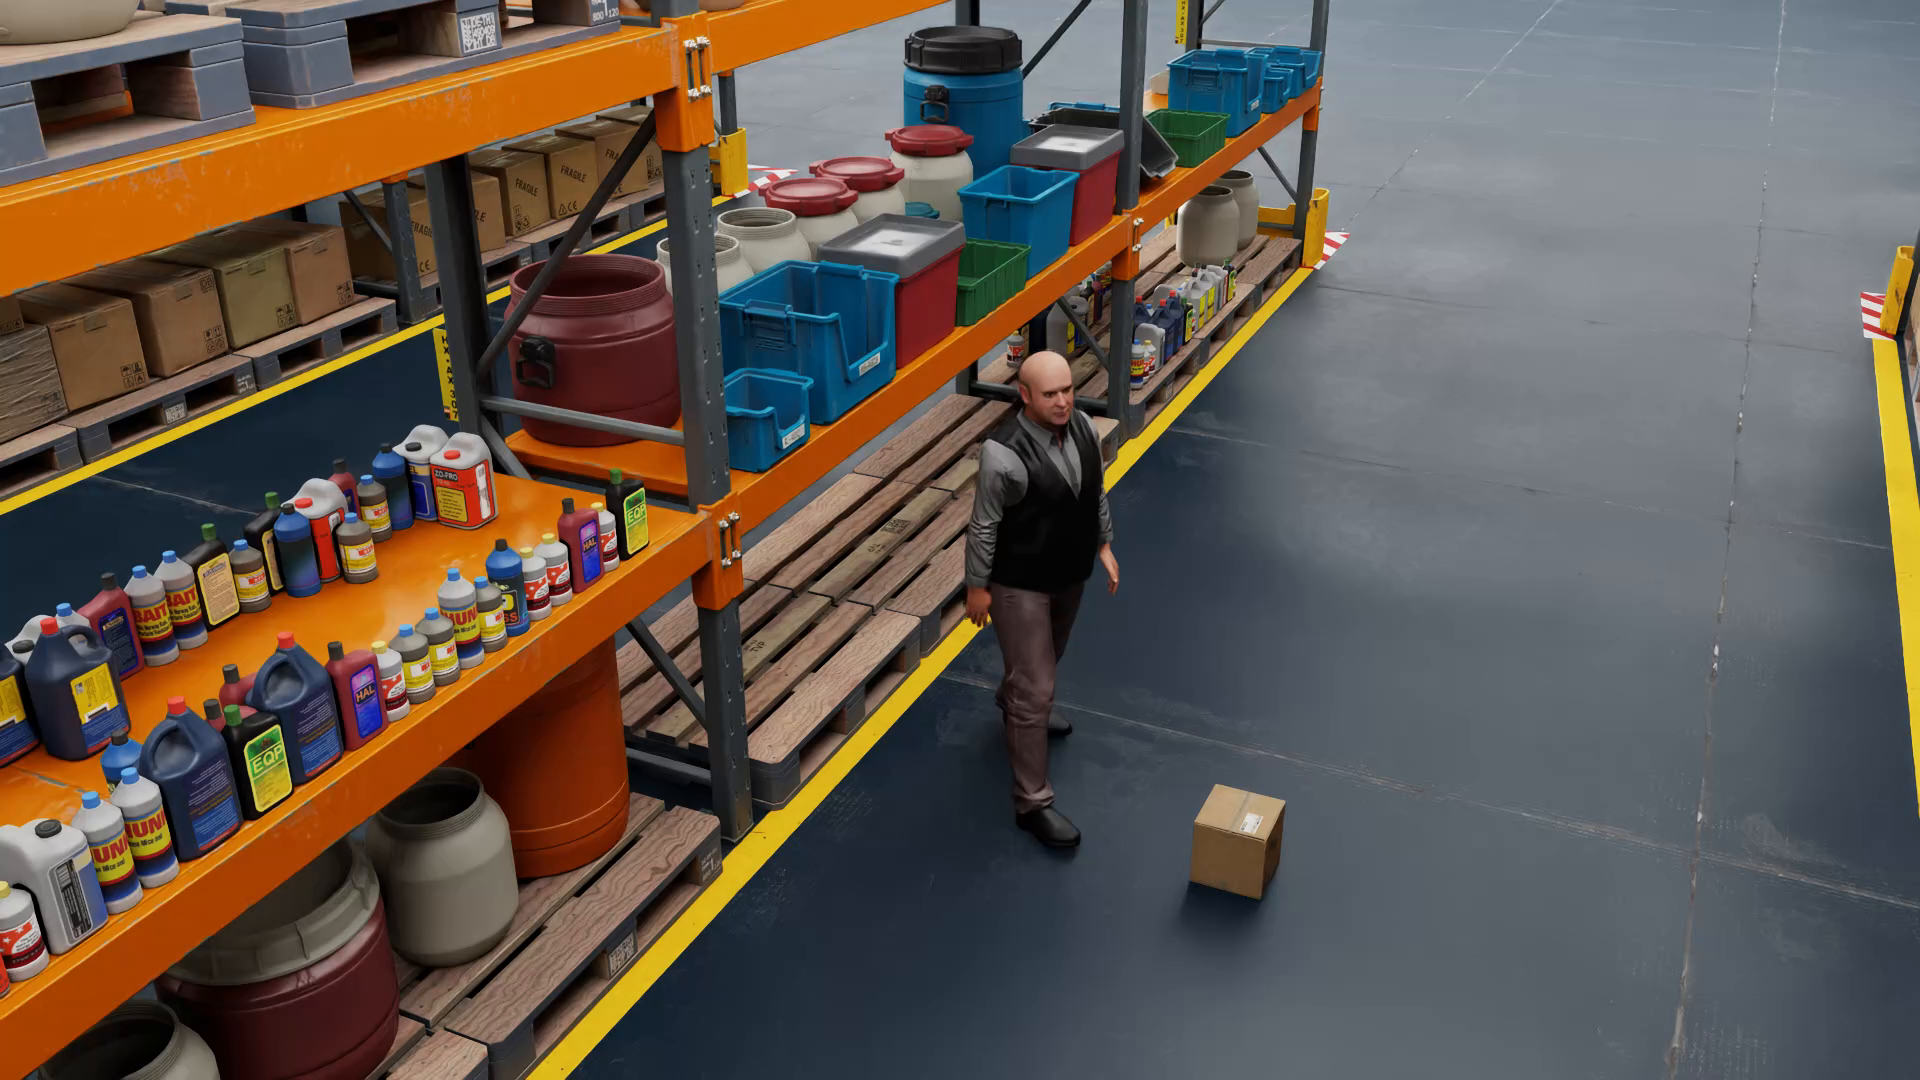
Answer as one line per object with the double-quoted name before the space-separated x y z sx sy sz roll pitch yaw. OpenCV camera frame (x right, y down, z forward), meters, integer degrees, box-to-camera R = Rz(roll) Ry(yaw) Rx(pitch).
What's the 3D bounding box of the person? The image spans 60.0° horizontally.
"person" 0.304 0.137 5.870 0.801 1.688 0.654 22 34 38
